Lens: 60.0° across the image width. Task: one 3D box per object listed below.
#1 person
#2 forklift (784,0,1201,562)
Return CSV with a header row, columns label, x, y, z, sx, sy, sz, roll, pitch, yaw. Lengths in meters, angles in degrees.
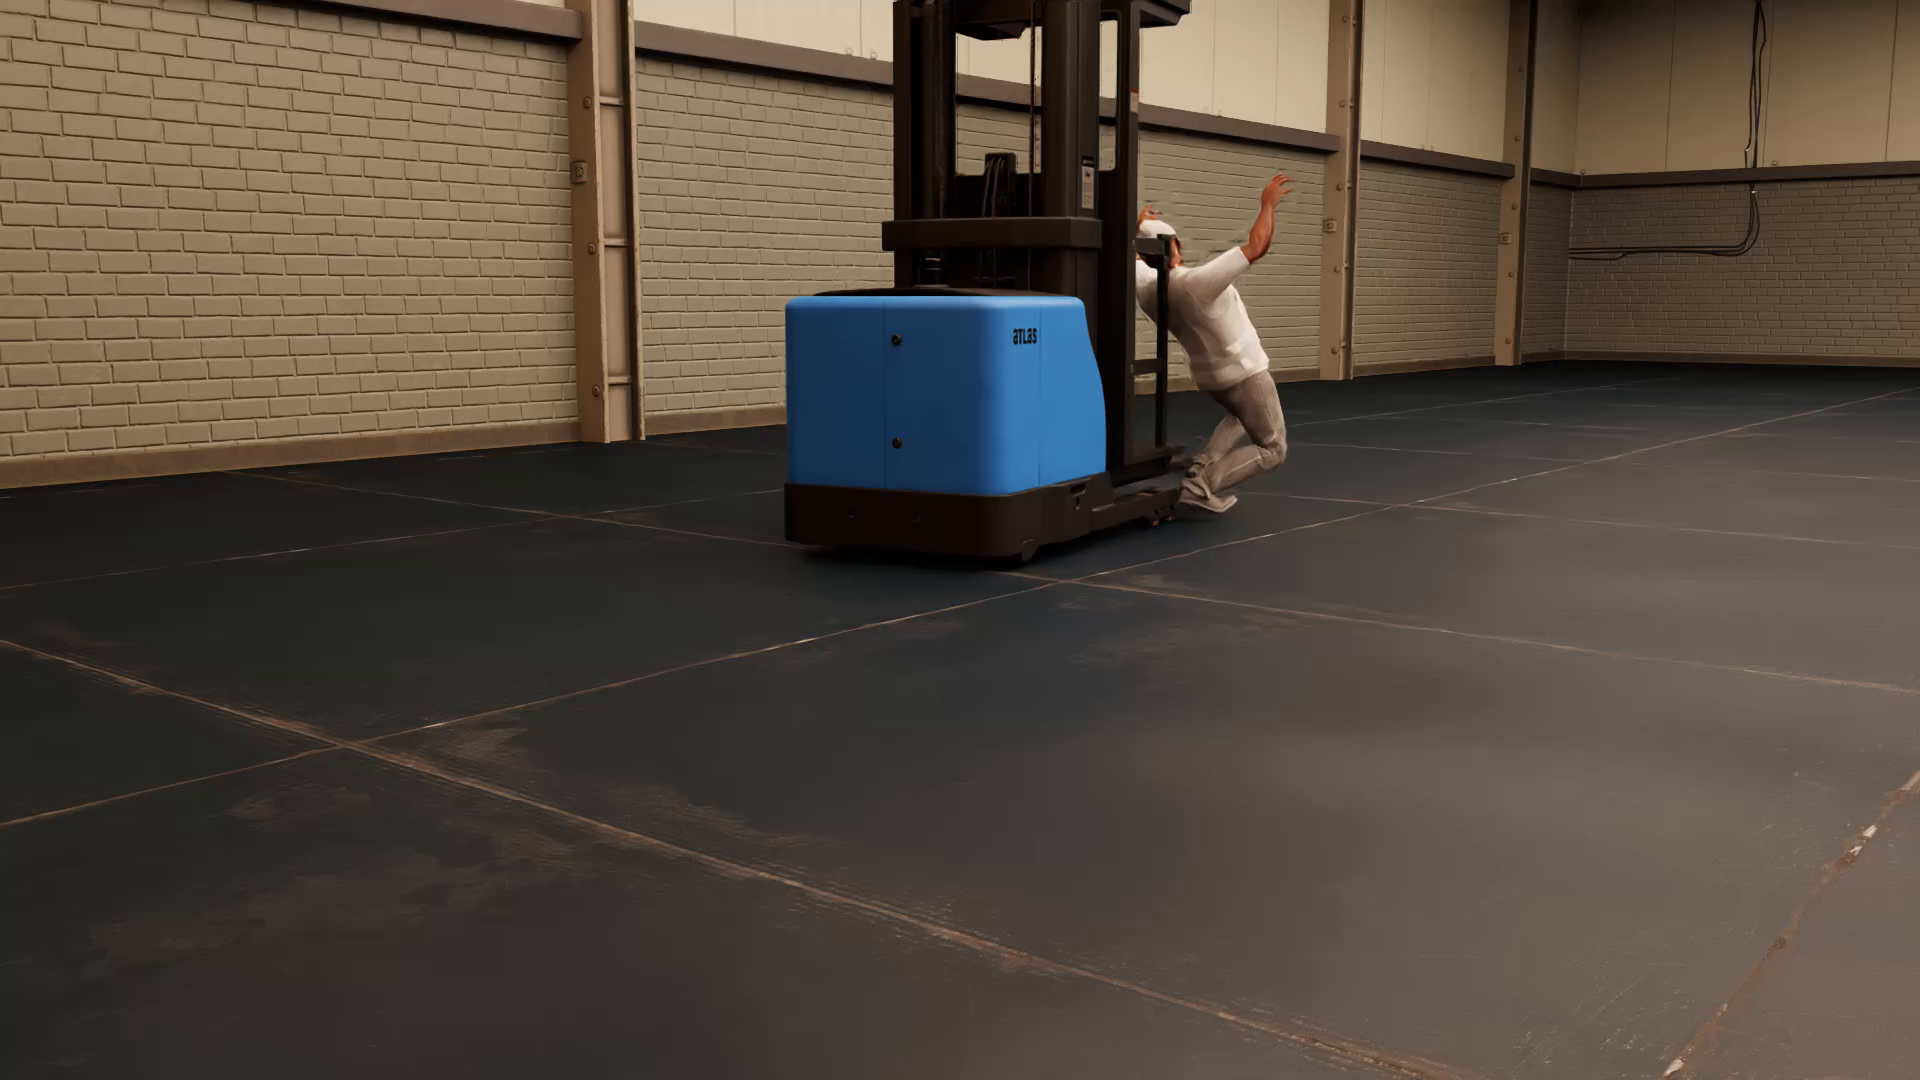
label,x,y,z,sx,sy,sz,roll,pitch,yaw
person,1.190,-0.996,8.205,0.811,1.557,1.080,-3,9,-19
forklift,0.399,-1.537,7.783,1.130,2.935,3.031,4,9,27
